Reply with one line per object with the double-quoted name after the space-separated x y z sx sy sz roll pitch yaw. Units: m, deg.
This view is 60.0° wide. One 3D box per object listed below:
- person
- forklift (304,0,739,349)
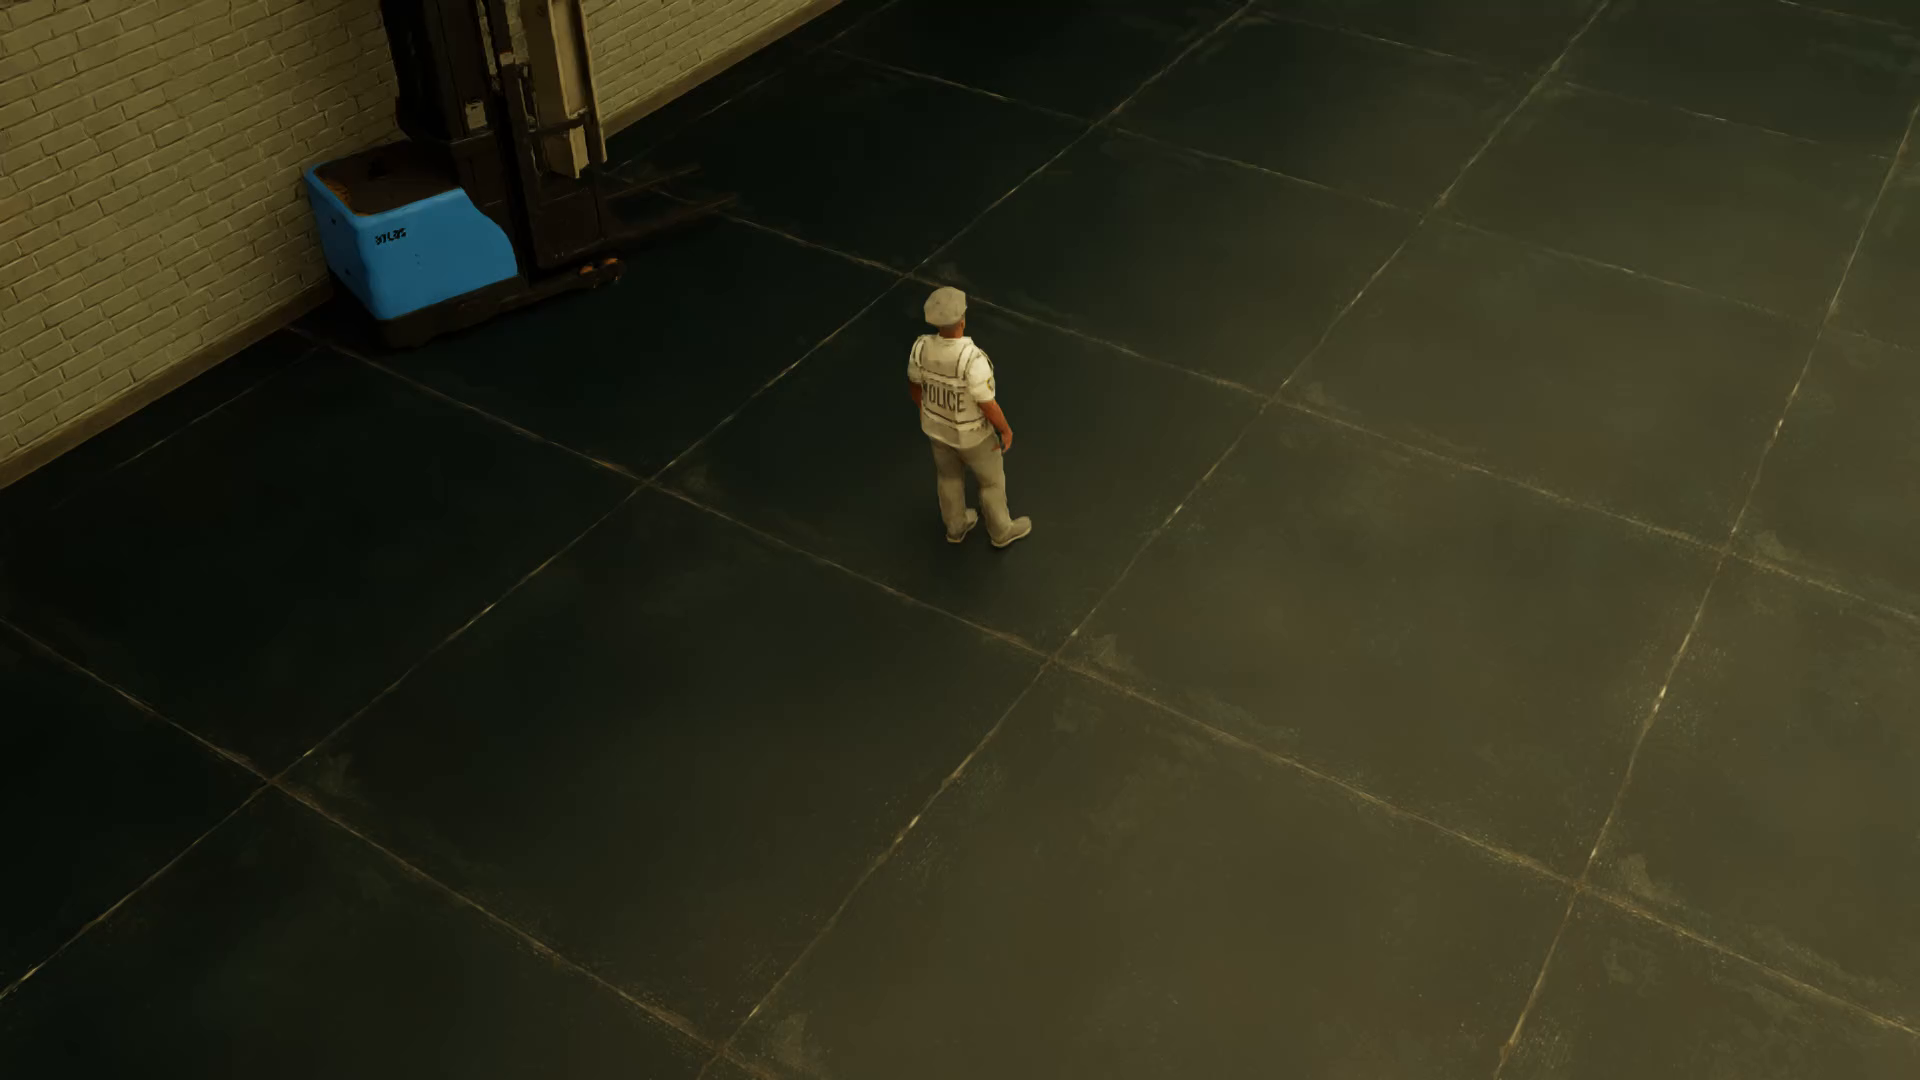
0.052 -0.723 9.699 0.640 1.778 0.574 22 45 24 "person"
-3.142 -3.243 11.794 3.031 2.935 1.130 -26 47 -28 "forklift"
